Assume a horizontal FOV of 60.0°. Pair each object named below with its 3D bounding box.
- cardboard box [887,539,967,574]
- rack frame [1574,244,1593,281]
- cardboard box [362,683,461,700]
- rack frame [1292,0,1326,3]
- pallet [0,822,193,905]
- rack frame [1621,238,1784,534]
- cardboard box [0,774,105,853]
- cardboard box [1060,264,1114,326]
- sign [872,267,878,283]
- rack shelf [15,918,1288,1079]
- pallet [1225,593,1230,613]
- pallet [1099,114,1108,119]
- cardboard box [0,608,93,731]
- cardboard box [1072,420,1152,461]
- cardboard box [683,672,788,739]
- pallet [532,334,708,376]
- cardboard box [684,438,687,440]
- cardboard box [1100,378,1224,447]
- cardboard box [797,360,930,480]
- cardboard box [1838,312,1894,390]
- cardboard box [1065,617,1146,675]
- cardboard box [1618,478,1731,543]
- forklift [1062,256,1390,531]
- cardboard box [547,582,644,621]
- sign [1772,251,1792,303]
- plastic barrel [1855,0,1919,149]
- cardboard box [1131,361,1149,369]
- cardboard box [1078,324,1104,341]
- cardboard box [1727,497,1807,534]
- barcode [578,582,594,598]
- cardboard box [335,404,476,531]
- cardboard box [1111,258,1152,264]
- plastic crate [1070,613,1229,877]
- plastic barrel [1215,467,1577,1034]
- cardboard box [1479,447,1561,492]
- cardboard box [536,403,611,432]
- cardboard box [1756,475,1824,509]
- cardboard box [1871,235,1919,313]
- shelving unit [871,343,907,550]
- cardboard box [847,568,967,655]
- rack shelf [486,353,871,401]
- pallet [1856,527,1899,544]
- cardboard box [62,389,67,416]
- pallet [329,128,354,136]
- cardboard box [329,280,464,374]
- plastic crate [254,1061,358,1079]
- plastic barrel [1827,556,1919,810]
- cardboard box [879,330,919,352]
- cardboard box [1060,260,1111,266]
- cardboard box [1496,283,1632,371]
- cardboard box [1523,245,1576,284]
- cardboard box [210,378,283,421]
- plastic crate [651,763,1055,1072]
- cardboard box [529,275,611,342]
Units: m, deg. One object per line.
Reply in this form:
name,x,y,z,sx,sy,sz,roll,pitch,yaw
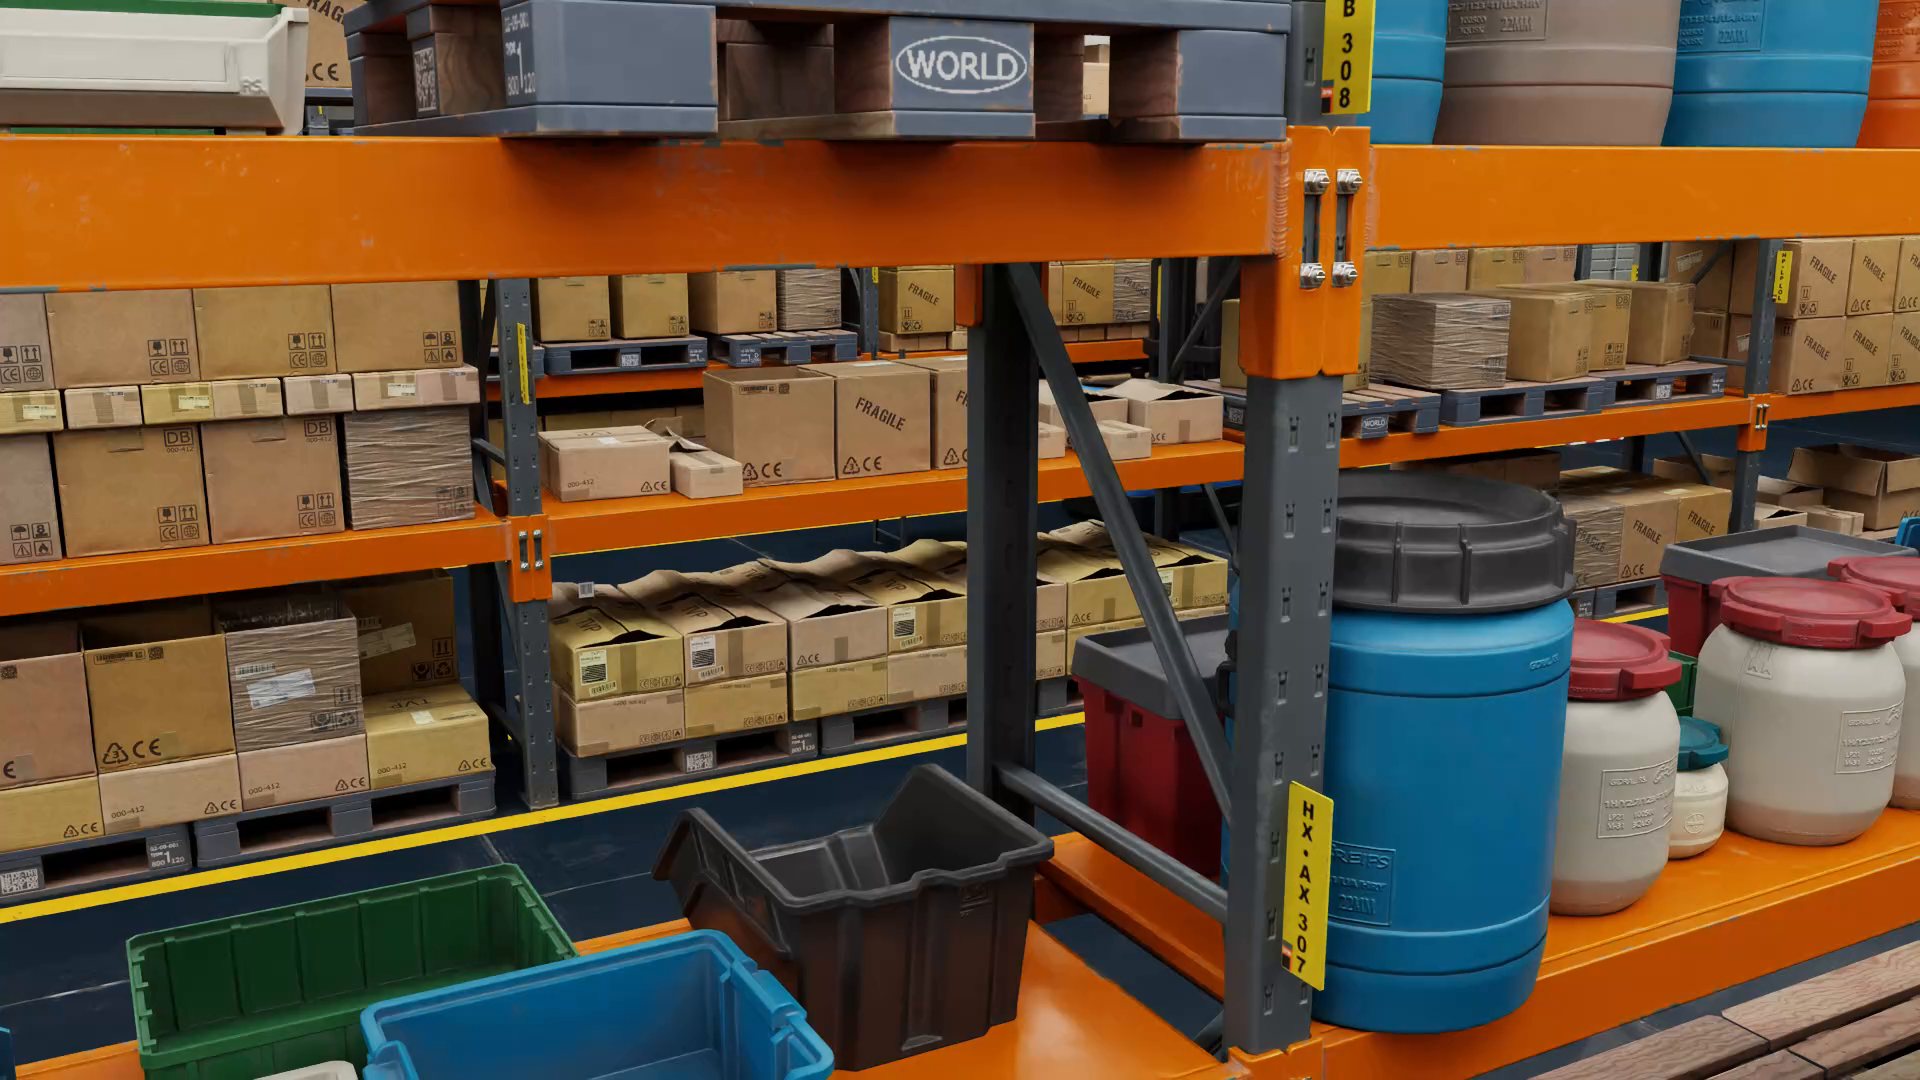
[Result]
cardboard box,-0.061,0.180,9.007,0.500,0.311,0.500,-7,15,-29
rack frame,6.090,-2.588,17.275,0.127,3.000,1.000,-7,14,-28
cardboard box,-2.619,0.756,7.724,0.500,0.250,0.500,-7,14,-28
rack frame,0.304,-2.343,2.523,0.127,3.000,1.000,-7,14,-28
pallet,-3.856,1.194,6.821,1.213,0.211,1.003,-7,14,-28
rack frame,4.956,-1.213,11.165,0.127,3.000,1.000,-7,14,-28
cardboard box,-3.682,1.015,6.571,0.500,0.250,0.500,-7,14,-28
cardboard box,0.970,-2.113,14.215,0.500,0.500,0.500,-6,14,-26
sign,-0.664,-2.169,12.957,0.005,0.325,0.100,-7,14,-28
rack shelf,-1.452,1.145,2.326,4.000,0.370,1.077,-7,14,-28
pallet,2.118,0.497,9.918,1.213,0.211,1.003,-7,14,-28
pallet,0.892,-2.074,8.593,1.003,0.211,1.213,-6,14,-25
cardboard box,-3.939,0.546,6.947,0.500,0.500,0.500,-7,14,-28
cardboard box,0.788,-0.521,8.666,0.250,0.149,0.380,-7,14,-28
cardboard box,-1.144,0.717,7.895,0.500,0.250,0.500,-6,14,-26
pallet,-2.650,-1.436,12.596,1.213,0.211,1.003,-7,14,-28
cardboard box,-2.469,-0.566,12.983,0.500,0.500,0.700,-7,14,-28
cardboard box,1.105,-0.718,9.172,0.500,0.311,0.500,-6,14,-24
cardboard box,-0.482,-0.605,8.240,0.500,0.500,0.500,-7,14,-28
cardboard box,5.981,-1.317,11.401,0.500,0.500,0.500,-7,14,-27
cardboard box,0.649,0.502,8.852,0.500,0.250,0.500,-7,14,-29
cardboard box,4.660,-0.101,10.915,0.500,0.500,0.500,-7,14,-28
forklift,2.358,-1.710,13.531,3.031,2.935,1.130,-7,15,-29
cardboard box,-1.848,0.394,8.054,0.500,0.311,0.500,-7,14,-28
sign,5.225,-1.671,10.564,0.005,0.325,0.100,-7,14,-28
plastic barrel,2.416,-1.396,4.172,0.708,0.830,0.600,-7,14,-28
cardboard box,2.071,-1.229,15.180,0.750,0.750,0.750,-7,14,-27
cardboard box,1.043,-1.813,14.359,0.250,0.149,0.380,-6,14,-26
cardboard box,5.428,-0.118,11.423,0.500,0.311,0.500,-7,14,-28
barcode,-1.643,0.219,7.309,0.075,0.075,0.001,-7,14,-28
cardboard box,-2.453,-0.372,7.202,0.500,0.500,0.700,-7,15,-29
cardboard box,1.390,-2.532,14.370,0.500,0.250,0.500,-7,14,-27
plastic crate,0.582,0.443,3.663,0.583,0.464,0.402,-7,14,-28
plastic barrel,0.788,0.357,3.048,0.708,0.901,0.600,-7,14,-28
cardboard box,3.537,-0.464,10.824,0.500,0.250,0.500,-7,14,-28
cardboard box,-2.965,-0.869,12.623,0.500,0.250,0.500,-7,15,-29
cardboard box,5.978,-0.309,12.272,0.500,0.311,0.500,-7,14,-28
cardboard box,6.408,-1.853,11.505,0.500,0.500,0.500,-7,15,-30
shelving unit,-0.075,-0.723,12.405,1.048,1.500,0.538,-7,14,-28
cardboard box,-0.235,0.335,8.319,0.500,0.311,0.500,-6,14,-26
rack shelf,-2.688,-1.185,12.679,4.000,0.370,1.077,-7,14,-28
pallet,6.631,-0.053,12.366,1.213,0.211,1.003,-7,14,-28
cardboard box,-3.524,-0.609,6.778,0.250,0.149,0.380,-7,15,-30
pallet,-3.850,-2.741,11.554,1.003,0.211,1.213,-7,14,-28
cardboard box,-2.453,-1.005,7.059,0.500,0.500,0.700,-7,14,-28
plastic crate,-1.000,0.932,2.235,0.437,0.136,0.530,-7,14,-28
plastic barrel,2.272,0.337,3.972,0.433,0.535,0.433,0,13,0
cardboard box,-0.532,-1.623,13.516,0.250,0.149,0.380,-7,14,-29
cardboard box,0.943,-2.479,14.132,0.500,0.250,0.500,-7,15,-29
cardboard box,3.859,-1.375,10.702,0.500,0.500,0.700,-4,13,-19
cardboard box,5.647,-2.678,16.995,0.700,0.700,0.980,-6,14,-25
cardboard box,-2.879,-0.585,6.671,0.250,0.149,0.380,-7,14,-28
plastic crate,-0.217,0.645,3.053,0.504,0.338,0.767,-7,14,-28
cardboard box,-2.923,-1.768,12.405,0.500,0.500,0.700,-5,14,-20
